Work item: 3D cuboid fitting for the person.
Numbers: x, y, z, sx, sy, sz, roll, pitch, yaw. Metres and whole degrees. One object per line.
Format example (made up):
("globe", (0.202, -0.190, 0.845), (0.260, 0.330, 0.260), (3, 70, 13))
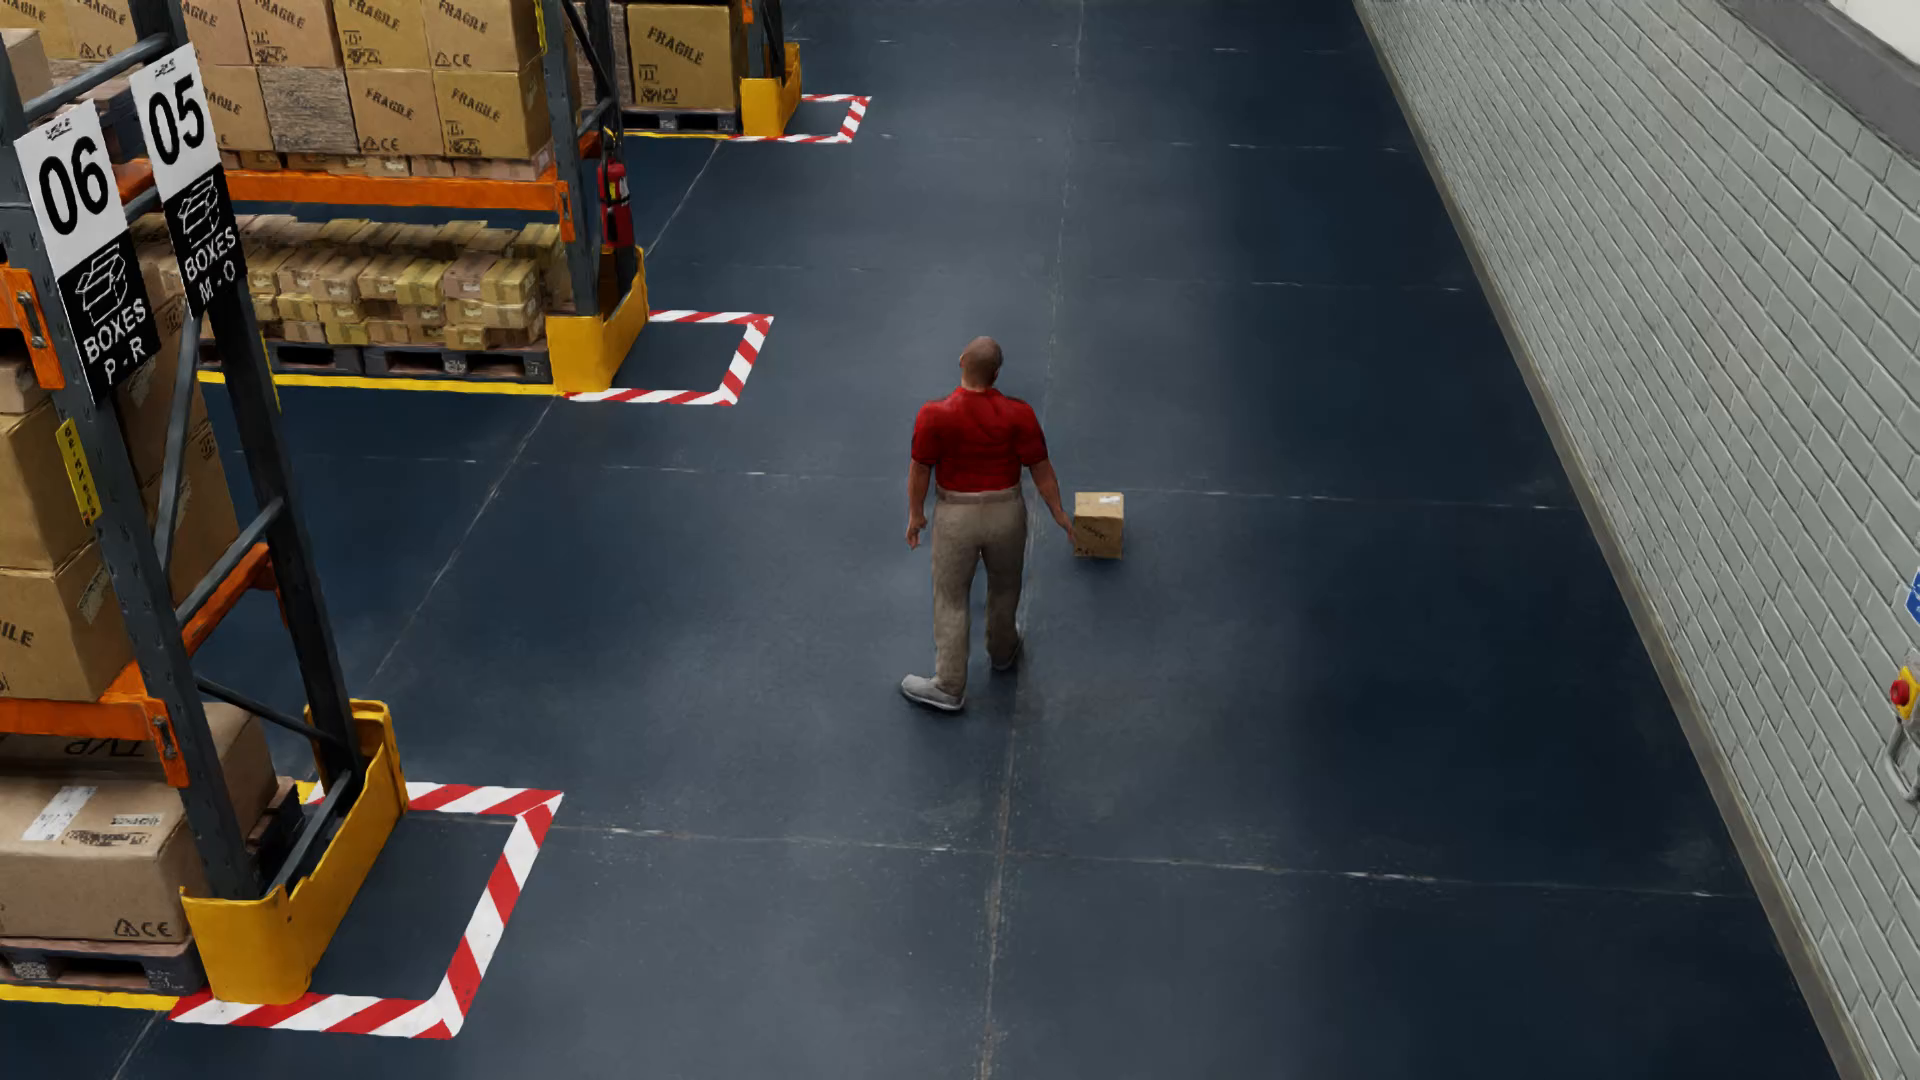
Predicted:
("person", (0.113, -0.109, 7.317), (0.775, 1.708, 0.652), (-2, 32, -3))
